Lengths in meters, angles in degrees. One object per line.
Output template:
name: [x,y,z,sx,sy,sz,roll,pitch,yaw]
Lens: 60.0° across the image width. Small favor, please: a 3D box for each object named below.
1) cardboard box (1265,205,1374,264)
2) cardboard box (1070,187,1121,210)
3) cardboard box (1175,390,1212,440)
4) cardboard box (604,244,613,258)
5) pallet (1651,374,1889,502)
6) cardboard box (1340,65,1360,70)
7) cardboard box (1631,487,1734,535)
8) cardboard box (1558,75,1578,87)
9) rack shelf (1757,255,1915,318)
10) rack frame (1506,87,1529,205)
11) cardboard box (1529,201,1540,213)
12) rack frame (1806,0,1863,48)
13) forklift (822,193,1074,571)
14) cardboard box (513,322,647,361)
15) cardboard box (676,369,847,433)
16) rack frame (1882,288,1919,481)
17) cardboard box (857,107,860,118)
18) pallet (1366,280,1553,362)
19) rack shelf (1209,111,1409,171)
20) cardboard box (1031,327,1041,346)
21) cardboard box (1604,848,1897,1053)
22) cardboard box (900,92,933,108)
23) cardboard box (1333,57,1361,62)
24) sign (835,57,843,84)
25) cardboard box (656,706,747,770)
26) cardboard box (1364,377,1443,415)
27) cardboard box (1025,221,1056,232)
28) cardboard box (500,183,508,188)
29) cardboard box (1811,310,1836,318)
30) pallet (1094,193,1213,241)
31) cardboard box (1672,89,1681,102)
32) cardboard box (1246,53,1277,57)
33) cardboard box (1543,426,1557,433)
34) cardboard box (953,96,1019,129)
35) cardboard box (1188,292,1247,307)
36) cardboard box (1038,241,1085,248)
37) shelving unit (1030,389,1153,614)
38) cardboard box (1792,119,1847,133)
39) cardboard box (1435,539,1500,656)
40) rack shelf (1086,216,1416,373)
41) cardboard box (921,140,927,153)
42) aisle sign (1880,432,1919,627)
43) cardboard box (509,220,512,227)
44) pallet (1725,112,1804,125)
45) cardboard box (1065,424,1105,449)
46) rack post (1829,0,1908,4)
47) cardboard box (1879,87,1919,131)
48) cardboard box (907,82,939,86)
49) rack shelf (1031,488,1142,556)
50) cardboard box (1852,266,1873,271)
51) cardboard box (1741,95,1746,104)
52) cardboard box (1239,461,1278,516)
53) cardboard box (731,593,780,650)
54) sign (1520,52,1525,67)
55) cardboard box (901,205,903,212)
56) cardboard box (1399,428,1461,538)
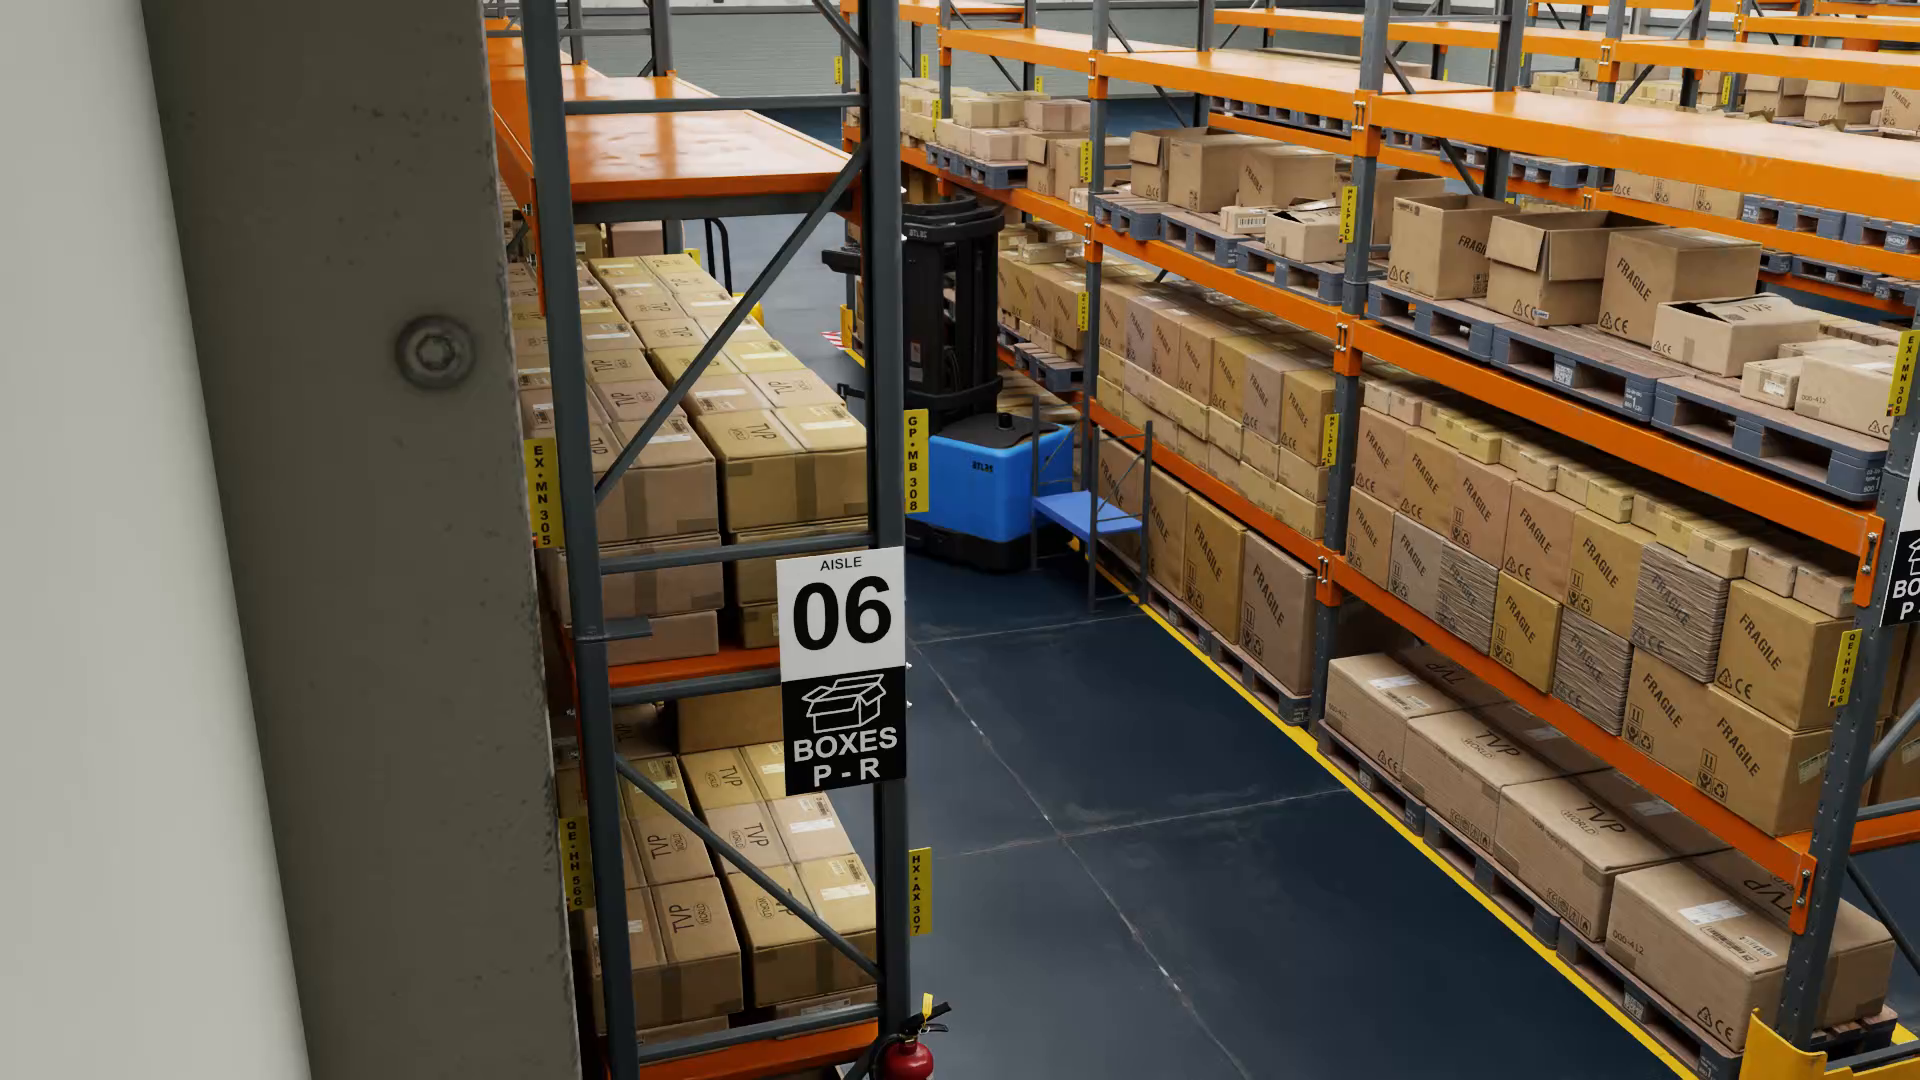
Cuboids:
cardboard box: [2.318,-1.996,10.751,0.500,0.311,0.500,-6,21,-17]
cardboard box: [1.153,-2.903,14.137,0.380,0.149,0.250,-6,21,-17]
cardboard box: [1.916,-0.937,12.209,0.500,0.250,0.500,-6,21,-16]
cardboard box: [-1.745,-1.539,9.128,0.380,0.149,0.250,-6,21,-16]
pallet: [3.809,-0.492,7.182,1.003,0.211,1.213,-6,21,-17]
cardboard box: [4.530,-5.291,18.836,0.380,0.149,0.250,-7,21,-18]
cardboard box: [3.430,-0.131,7.898,0.380,0.149,0.250,-7,21,-18]
cardboard box: [8.484,-6.327,22.928,0.380,0.149,0.250,-7,21,-18]
rack shelf: [10.317,-2.808,19.002,1.077,0.370,4.000,-6,21,-17]
rack frame: [8.431,-5.072,24.241,1.000,3.000,0.127,-6,21,-17]
cardboard box: [8.354,-4.755,23.729,0.380,0.149,0.250,-6,21,-17]
rack frame: [13.133,-8.422,24.692,1.000,3.000,0.127,-6,21,-17]
forklift: [-0.484,-1.513,14.434,3.031,2.935,1.130,15,25,37]
cardboard box: [-1.530,-0.680,6.618,0.500,0.250,0.500,-6,21,-17]
cardboard box: [-0.702,-0.407,5.857,0.500,0.250,0.500,-7,21,-18]
rack frame: [4.052,-1.708,6.001,1.000,3.000,0.127,-6,21,-17]
cardboard box: [-0.923,-5.148,19.797,0.500,0.250,0.500,-7,21,-18]
pallet: [3.042,-1.275,9.362,1.003,0.211,1.213,-6,21,-17]
rack shelf: [4.319,-5.009,20.692,1.077,0.370,4.000,-6,21,-17]
cardboard box: [0.865,-1.848,15.014,0.380,0.149,0.250,-7,21,-20]
cardboard box: [3.750,1.922,7.937,0.875,0.438,0.875,-7,21,-19]
cardboard box: [-0.498,-4.892,18.494,0.380,0.149,0.250,-6,21,-17]
cardboard box: [4.755,-5.769,20.166,0.380,0.149,0.250,-6,21,-17]
sign: [-1.492,-5.785,20.494,0.100,0.325,0.005,-6,21,-17]
cardboard box: [-1.048,0.914,7.356,0.500,0.250,0.500,-7,21,-19]
cardboard box: [2.648,-0.862,9.934,0.380,0.149,0.250,-7,21,-18]
cardboard box: [0.869,-3.082,16.531,0.380,0.149,0.250,-7,21,-19]
cardboard box: [-3.268,-2.360,11.445,0.380,0.149,0.250,-6,21,-17]
cardboard box: [7.198,-1.846,14.129,0.380,0.149,0.250,-5,20,-15]
pallet: [1.790,-2.574,13.127,1.213,0.211,1.003,-5,20,-15]
cardboard box: [9.153,-5.558,20.787,0.380,0.149,0.250,-7,21,-20]
cardboard box: [3.812,-6.024,20.876,0.380,0.149,0.250,-7,21,-18]
cardboard box: [3.452,-0.593,9.185,0.380,0.149,0.250,-7,21,-18]
cardboard box: [0.250,-4.121,16.016,0.500,0.250,0.500,-7,21,-18]
cardboard box: [2.117,-1.668,13.136,0.500,0.500,0.500,-6,21,-16]
cardboard box: [0.957,-2.671,16.347,0.500,0.500,0.500,-6,21,-15]
shelving unit: [1.025,-0.324,13.240,0.538,1.500,1.048,-9,21,-22]
cardboard box: [7.002,-3.317,13.636,0.396,0.266,0.258,-6,21,-17]
cardboard box: [2.998,0.285,9.178,0.500,0.500,0.500,-6,21,-17]
rack shelf: [2.166,-1.883,11.990,1.077,0.370,4.000,-6,21,-17]
cardboard box: [-0.208,-4.268,17.936,0.380,0.149,0.250,-6,21,-17]
aisle sign: [3.780,-0.052,6.419,0.394,0.787,0.004,-6,21,-17]
cardboard box: [-2.479,-1.822,9.917,0.380,0.149,0.250,-6,21,-17]
pallet: [9.781,-4.903,19.609,1.213,0.211,1.003,-6,21,-17]
cardboard box: [1.130,-0.831,15.700,0.950,0.372,0.625,-7,21,-18]
rack post: [13.249,-7.931,24.064,0.937,0.300,0.954,-4,20,-11]
cardboard box: [10.245,-4.649,17.739,0.500,0.500,0.500,-6,21,-16]
cardboard box: [-0.417,-5.357,19.789,0.380,0.149,0.250,-6,21,-17]
rack shelf: [1.025,-0.155,13.301,0.538,0.185,1.000,-9,21,-22]
cardboard box: [10.165,-3.146,18.455,0.396,0.266,0.258,-7,21,-19]
cardboard box: [9.878,-5.454,20.500,0.380,0.149,0.250,-7,21,-19]
cardboard box: [2.255,-0.379,11.395,0.500,0.250,0.500,-7,21,-18]
cardboard box: [-0.538,0.223,5.432,0.380,0.149,0.250,-6,21,-16]
sign: [7.916,-6.838,23.426,0.100,0.325,0.005,-6,21,-17]
cardboard box: [-0.764,-3.696,19.821,0.500,0.500,0.500,-7,21,-18]
cardboard box: [2.867,-0.345,9.452,0.500,0.500,0.500,-7,21,-18]
